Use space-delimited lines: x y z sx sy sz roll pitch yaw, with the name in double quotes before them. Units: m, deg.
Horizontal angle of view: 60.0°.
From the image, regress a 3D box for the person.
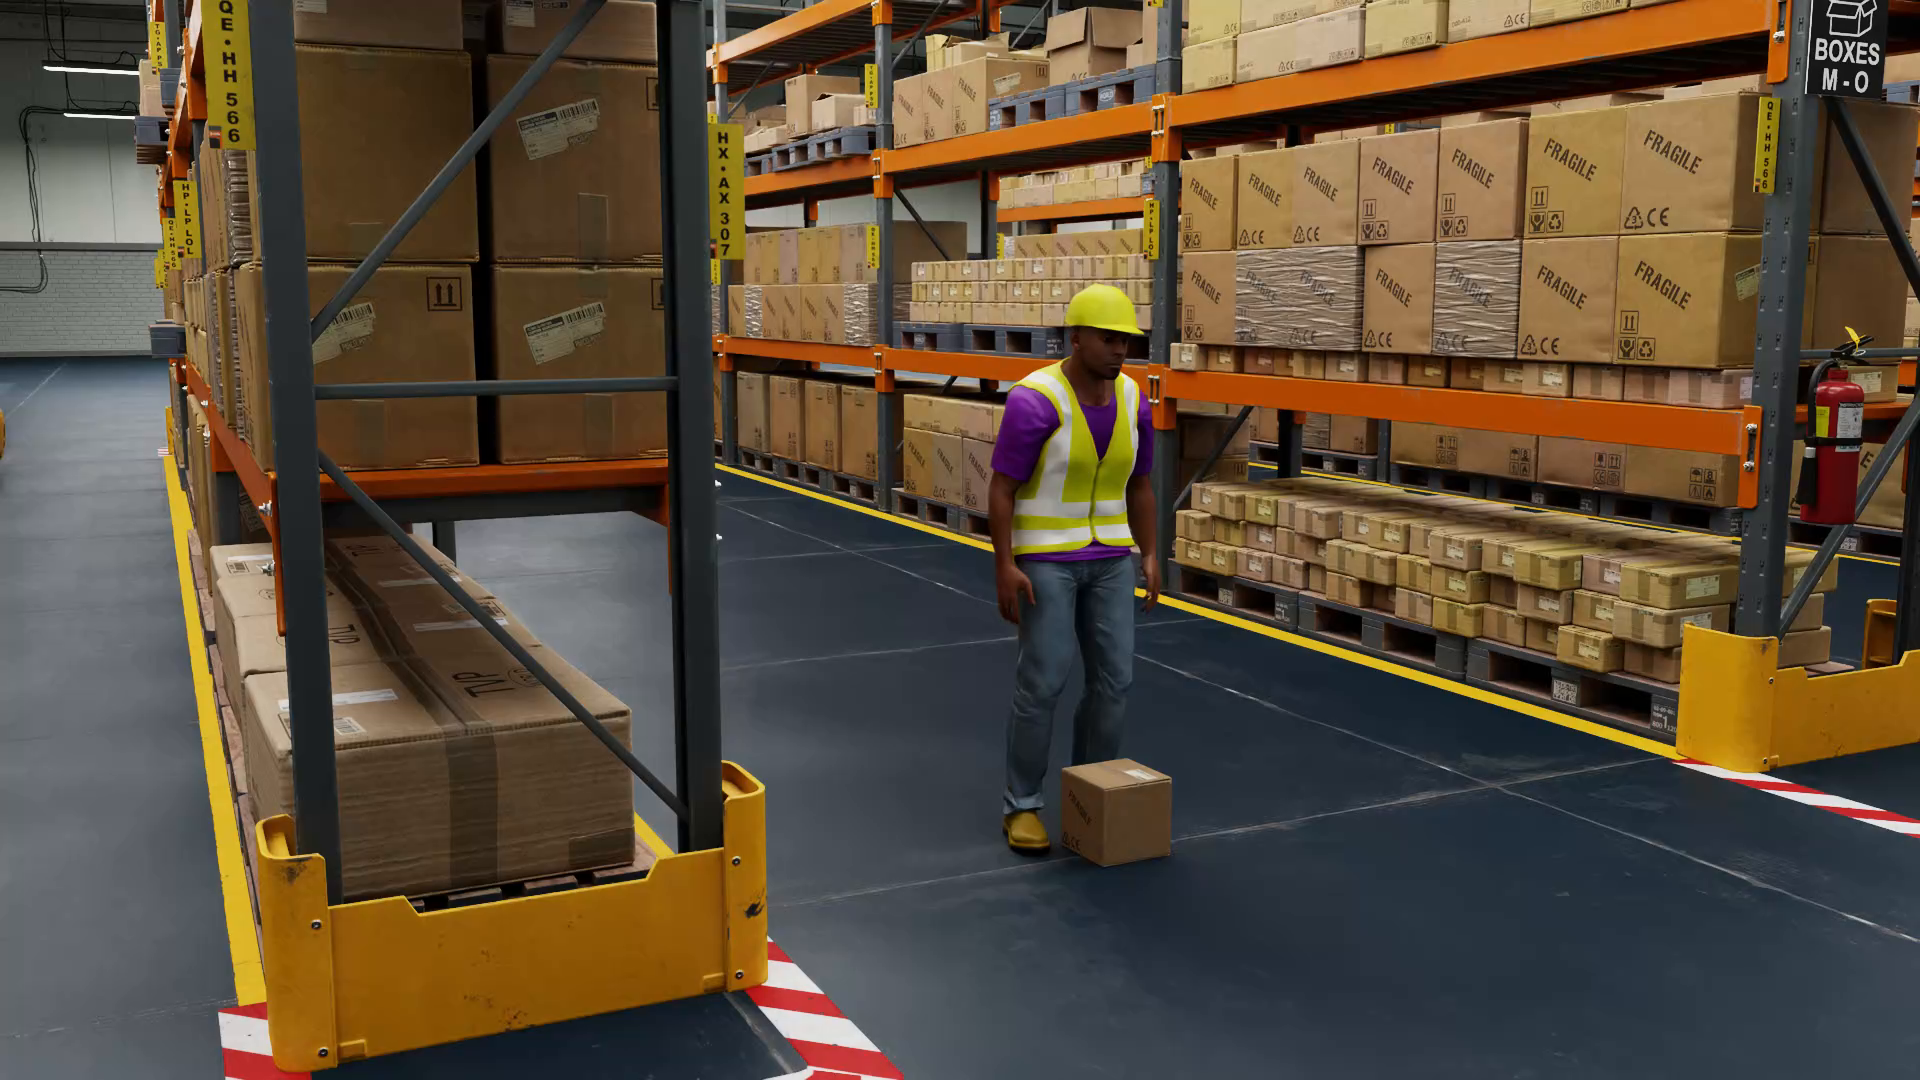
"person" 0.380 0.074 5.284 0.629 1.759 0.460 -5 10 -29
